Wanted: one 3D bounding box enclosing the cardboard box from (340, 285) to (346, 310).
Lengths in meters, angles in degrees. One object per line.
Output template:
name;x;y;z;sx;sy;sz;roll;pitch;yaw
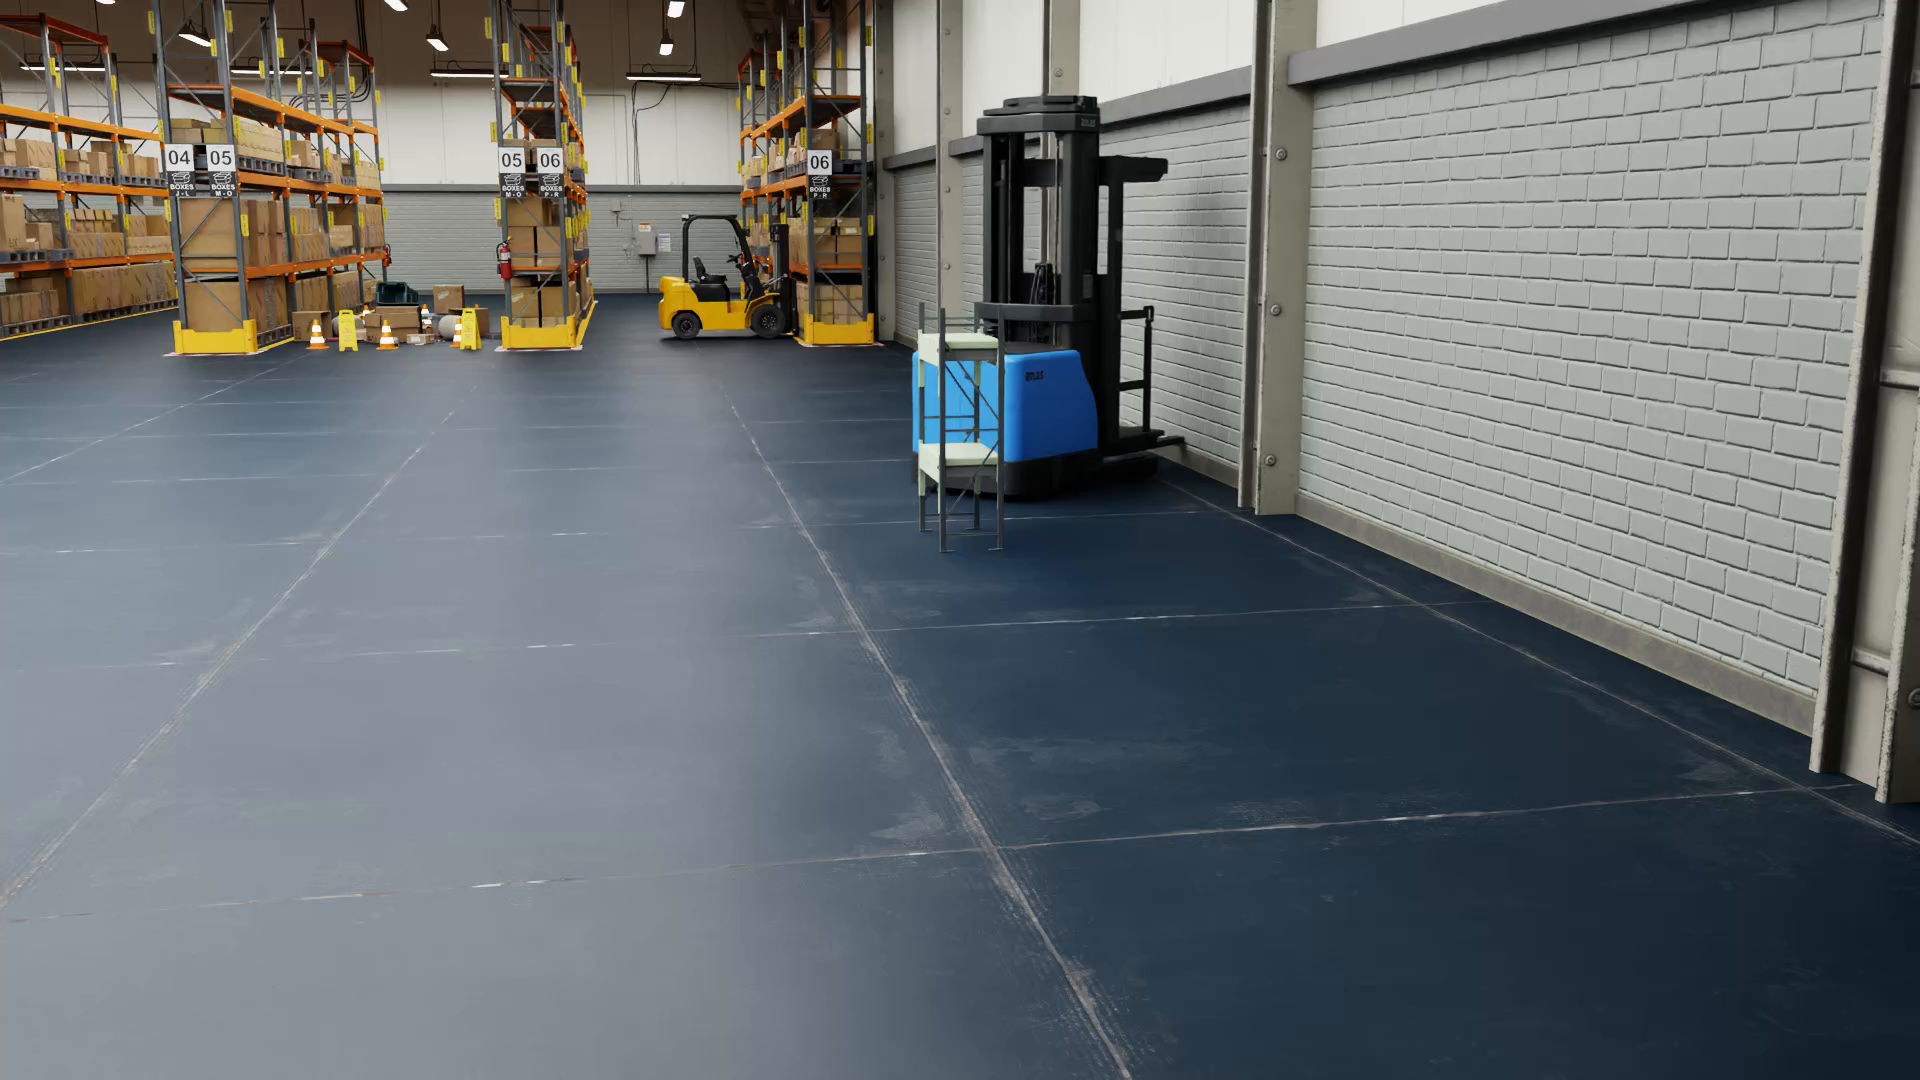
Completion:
cardboard box;-13.307;-5.128;35.178;0.500;0.500;0.500;-2;11;-10

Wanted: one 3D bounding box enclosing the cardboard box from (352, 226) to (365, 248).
cardboard box;-13.945;-6.947;38.112;0.500;0.500;0.500;-2;11;-12

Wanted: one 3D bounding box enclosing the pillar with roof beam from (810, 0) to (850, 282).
pillar with roof beam;-6.699;-8.882;33.297;9.100;9.000;0.548;-2;11;-11

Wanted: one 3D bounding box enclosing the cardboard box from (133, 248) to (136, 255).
cardboard box;-18.763;-6.481;37.399;0.380;0.149;0.250;-2;11;-13

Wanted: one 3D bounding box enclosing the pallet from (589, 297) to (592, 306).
pallet;-9.572;-5.847;40.853;1.003;0.211;1.213;-2;11;-11

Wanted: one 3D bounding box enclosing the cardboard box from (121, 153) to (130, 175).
cardboard box;-19.292;-8.508;37.697;0.700;0.500;0.500;-2;11;-8

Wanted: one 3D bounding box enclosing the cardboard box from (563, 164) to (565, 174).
cardboard box;-6.672;-6.073;27.228;0.380;0.149;0.250;-2;11;-11

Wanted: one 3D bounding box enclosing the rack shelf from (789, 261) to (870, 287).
rack shelf;-2.447;-4.844;30.050;1.077;0.370;4.000;-2;11;-11

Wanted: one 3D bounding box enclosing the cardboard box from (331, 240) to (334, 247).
cardboard box;-13.312;-6.189;34.742;0.380;0.149;0.250;-2;11;-8

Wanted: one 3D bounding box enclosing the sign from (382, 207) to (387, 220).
sign;-14.326;-8.126;41.427;0.100;0.325;0.005;-2;11;-11

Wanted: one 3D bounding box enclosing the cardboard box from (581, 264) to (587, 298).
cardboard box;-9.061;-5.902;38.244;0.875;0.875;0.875;-2;11;-9

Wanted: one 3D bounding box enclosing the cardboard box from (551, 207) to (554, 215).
cardboard box;-7.761;-6.398;32.369;0.380;0.149;0.250;-1;11;-8

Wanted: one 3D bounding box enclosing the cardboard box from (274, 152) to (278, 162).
cardboard box;-12.055;-6.642;28.828;0.380;0.149;0.250;-2;11;-10

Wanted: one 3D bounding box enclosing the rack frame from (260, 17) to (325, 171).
rack frame;-13.318;-8.866;33.208;1.000;3.000;0.127;-2;11;-11

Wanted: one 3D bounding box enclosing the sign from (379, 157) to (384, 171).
sign;-14.326;-9.311;41.202;0.100;0.325;0.005;-2;11;-11

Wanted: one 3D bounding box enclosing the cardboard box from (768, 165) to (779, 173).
cardboard box;-3.844;-7.837;35.063;0.380;0.166;0.250;-2;11;-11

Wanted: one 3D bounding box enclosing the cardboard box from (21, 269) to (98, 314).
cardboard box;-18.317;-5.046;33.747;1.225;0.875;0.875;-3;11;-14

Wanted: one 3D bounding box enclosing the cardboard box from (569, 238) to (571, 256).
cardboard box;-6.850;-5.037;28.074;0.500;0.500;0.500;-2;11;-9

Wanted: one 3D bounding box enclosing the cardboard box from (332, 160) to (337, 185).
cardboard box;-13.272;-7.647;34.561;0.500;0.500;0.500;-2;11;-11

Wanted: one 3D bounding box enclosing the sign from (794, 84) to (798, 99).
sign;-3.849;-10.537;39.067;0.100;0.325;0.005;-2;11;-11

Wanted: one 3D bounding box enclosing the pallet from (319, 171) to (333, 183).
pallet;-13.141;-7.183;32.896;1.213;0.211;1.003;-2;11;-8

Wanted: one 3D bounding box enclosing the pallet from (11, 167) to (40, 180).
pallet;-17.645;-6.711;30.416;1.213;0.211;1.003;-2;11;-11

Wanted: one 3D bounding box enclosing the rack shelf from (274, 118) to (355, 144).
rack shelf;-13.707;-8.682;35.240;1.077;0.370;4.000;-2;11;-11

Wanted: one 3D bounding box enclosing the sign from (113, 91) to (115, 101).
sign;-20.305;-10.689;39.865;0.100;0.325;0.005;-2;11;-11

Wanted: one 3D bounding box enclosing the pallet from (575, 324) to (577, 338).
pallet;-7.298;-3.667;29.400;1.003;0.211;1.213;-2;11;-11

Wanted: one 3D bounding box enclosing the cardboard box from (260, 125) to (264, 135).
cardboard box;-11.861;-6.848;27.780;0.380;0.149;0.250;-2;11;-10

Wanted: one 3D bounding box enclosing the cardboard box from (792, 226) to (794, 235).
cardboard box;-2.878;-5.674;30.483;0.380;0.149;0.250;-2;11;-12

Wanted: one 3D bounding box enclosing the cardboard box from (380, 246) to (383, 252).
cardboard box;-14.533;-7.213;41.241;0.380;0.149;0.250;-2;11;-11

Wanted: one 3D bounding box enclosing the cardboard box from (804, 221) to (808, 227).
cardboard box;-2.490;-5.494;28.741;0.380;0.149;0.250;-2;11;-10

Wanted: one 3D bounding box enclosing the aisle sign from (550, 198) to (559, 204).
aisle sign;-10.337;-8.864;42.292;0.394;0.787;0.004;-2;11;-11

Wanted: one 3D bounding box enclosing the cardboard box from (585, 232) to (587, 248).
cardboard box;-9.279;-7.179;40.126;0.500;0.500;0.500;-2;11;-11

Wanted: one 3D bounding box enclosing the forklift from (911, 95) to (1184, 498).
forklift;0.938;-1.967;13.195;1.130;2.935;3.031;8;14;38

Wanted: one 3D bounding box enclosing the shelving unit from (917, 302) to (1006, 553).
shelving unit;0.001;-0.736;10.550;0.431;1.500;0.755;-2;11;-11

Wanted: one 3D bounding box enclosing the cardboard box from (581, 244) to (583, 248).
cardboard box;-8.828;-6.610;37.806;0.500;0.250;0.500;-2;11;-12

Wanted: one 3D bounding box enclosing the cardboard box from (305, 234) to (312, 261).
cardboard box;-12.572;-5.525;31.432;0.500;0.500;0.500;-2;11;-11

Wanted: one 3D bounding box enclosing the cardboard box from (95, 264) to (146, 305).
cardboard box;-19.031;-5.777;37.584;0.875;0.875;0.875;-2;11;-11

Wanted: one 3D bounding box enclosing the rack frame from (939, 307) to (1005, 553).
rack frame;0.073;-0.668;10.197;0.400;1.500;0.023;-2;11;-11

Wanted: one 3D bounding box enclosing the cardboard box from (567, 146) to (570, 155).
cardboard box;-7.161;-6.936;29.634;0.380;0.149;0.250;-2;11;-9

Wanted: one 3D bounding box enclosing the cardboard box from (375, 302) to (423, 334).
cardboard box;-9.941;-3.891;29.433;0.797;0.637;0.503;-2;11;-11

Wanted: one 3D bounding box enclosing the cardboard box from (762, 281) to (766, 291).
cardboard box;-4.218;-5.629;37.810;0.500;0.500;0.500;-3;11;-13

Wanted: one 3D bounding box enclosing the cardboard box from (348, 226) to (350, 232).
cardboard box;-13.774;-6.911;36.944;0.380;0.149;0.250;-2;11;-13

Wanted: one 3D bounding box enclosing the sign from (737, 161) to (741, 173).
sign;-5.702;-9.649;43.007;0.100;0.325;0.005;-2;11;-11

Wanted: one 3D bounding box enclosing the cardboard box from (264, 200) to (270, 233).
cardboard box;-12.311;-5.519;28.383;0.875;0.550;0.550;-2;11;-11

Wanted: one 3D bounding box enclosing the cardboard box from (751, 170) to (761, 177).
cardboard box;-4.597;-8.427;38.208;0.380;0.149;0.250;-2;11;-10

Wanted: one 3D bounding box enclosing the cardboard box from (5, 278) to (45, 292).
cardboard box;-17.930;-4.894;31.892;0.500;0.250;0.500;-1;11;-5

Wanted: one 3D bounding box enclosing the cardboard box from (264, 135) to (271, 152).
cardboard box;-11.999;-6.721;28.177;0.500;0.250;0.500;-2;11;-12

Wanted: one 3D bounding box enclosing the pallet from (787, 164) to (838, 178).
pallet;-2.645;-6.839;30.821;1.003;0.211;1.213;-2;11;-11

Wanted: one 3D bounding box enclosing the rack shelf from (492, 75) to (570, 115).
rack shelf;-7.315;-7.609;28.537;1.077;0.370;4.000;-2;11;-11

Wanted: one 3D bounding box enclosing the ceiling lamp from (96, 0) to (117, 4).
ceiling lamp;-14.696;-10.913;28.355;0.800;3.185;2.000;-2;11;-11

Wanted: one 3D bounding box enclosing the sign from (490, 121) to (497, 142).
sign;-7.475;-6.542;26.654;0.100;0.325;0.005;-2;11;-11

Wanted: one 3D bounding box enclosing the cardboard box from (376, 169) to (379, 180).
cardboard box;-14.535;-8.956;40.770;0.500;0.250;0.500;-2;11;-13

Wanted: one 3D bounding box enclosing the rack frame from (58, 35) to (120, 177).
rack frame;-18.981;-9.437;36.212;1.000;3.000;0.127;-2;11;-11
